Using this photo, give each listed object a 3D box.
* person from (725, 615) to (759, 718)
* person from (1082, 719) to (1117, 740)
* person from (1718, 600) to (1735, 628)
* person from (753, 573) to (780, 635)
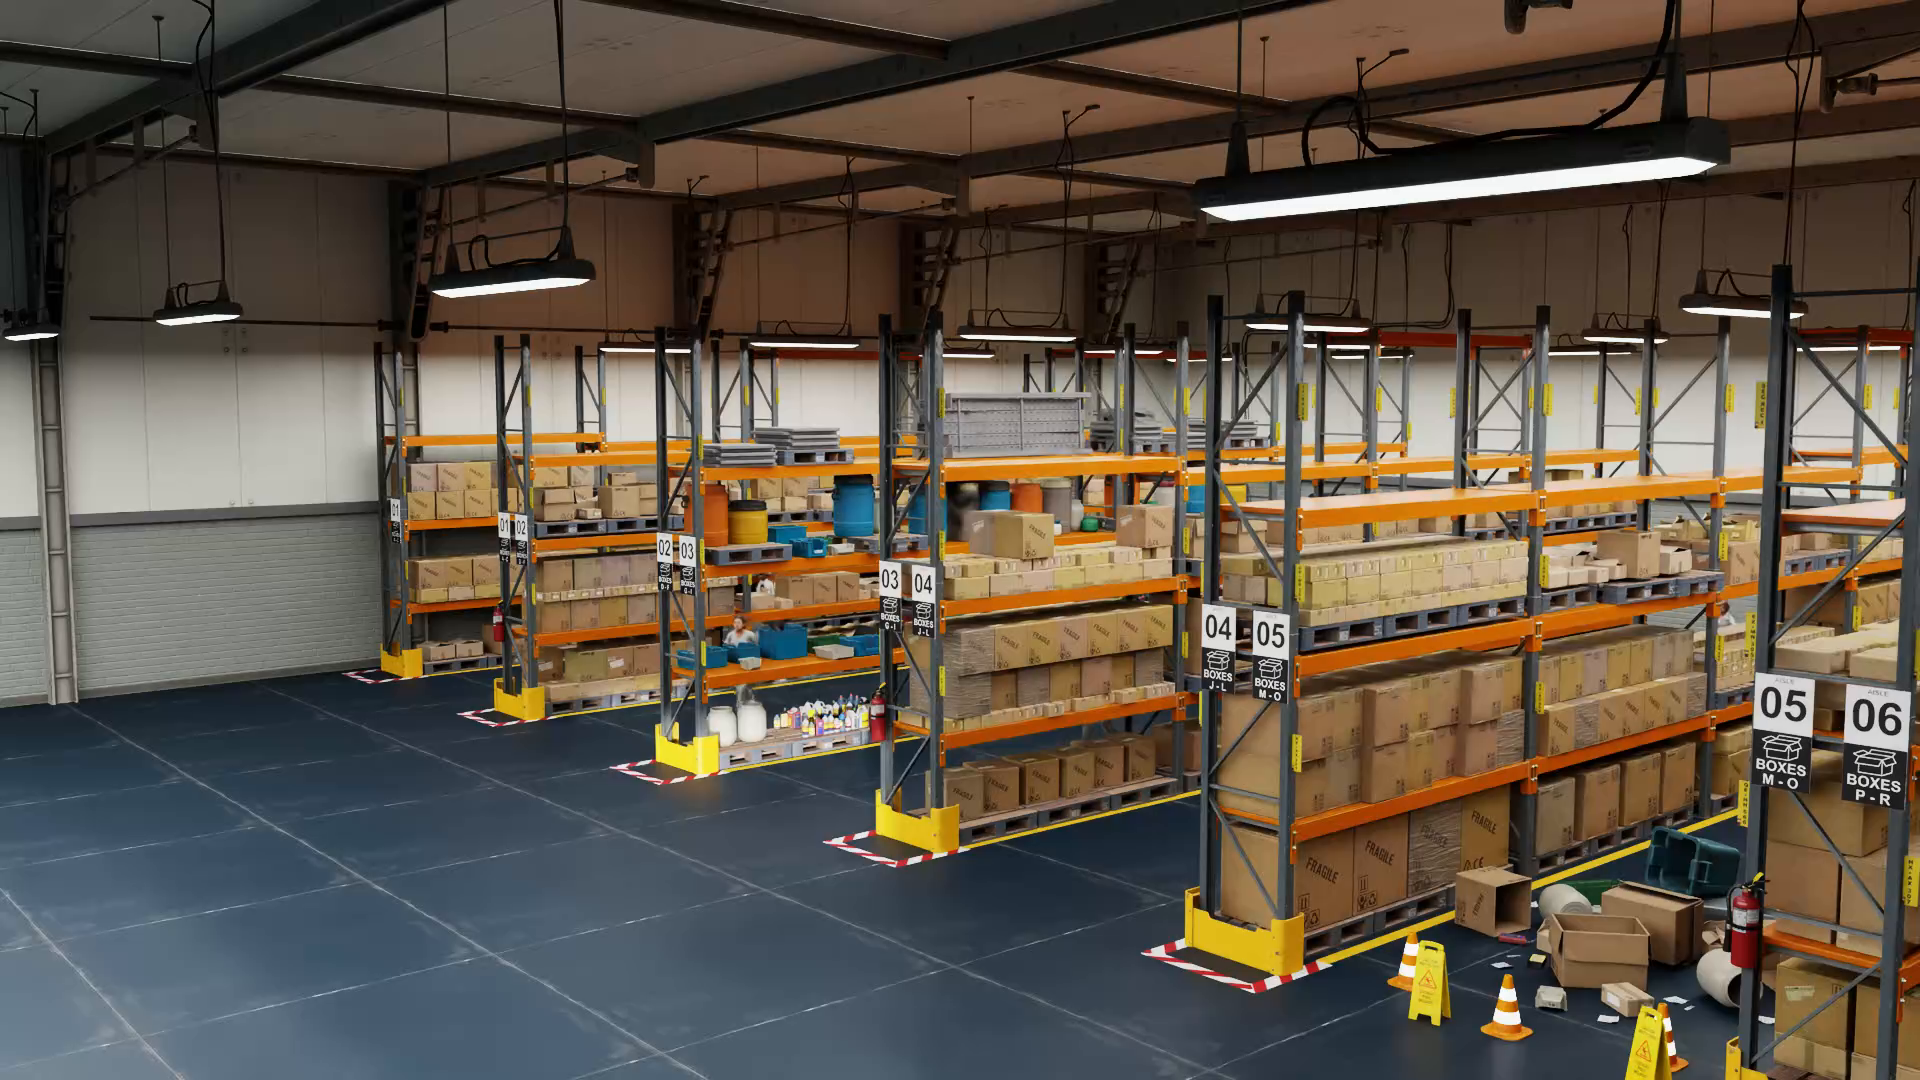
[{"bbox_3d":[-3.407,1.971,26.268,0.560,1.625,0.809,1,5,16],"label":"person"},{"bbox_3d":[1.901,2.171,23.095,0.872,1.719,0.602,-2,6,-19],"label":"person"},{"bbox_3d":[12.824,1.794,28.034,0.524,1.592,0.888,5,7,41],"label":"person"},{"bbox_3d":[-3.766,1.370,32.360,0.744,1.737,0.583,-4,7,-39],"label":"person"}]
